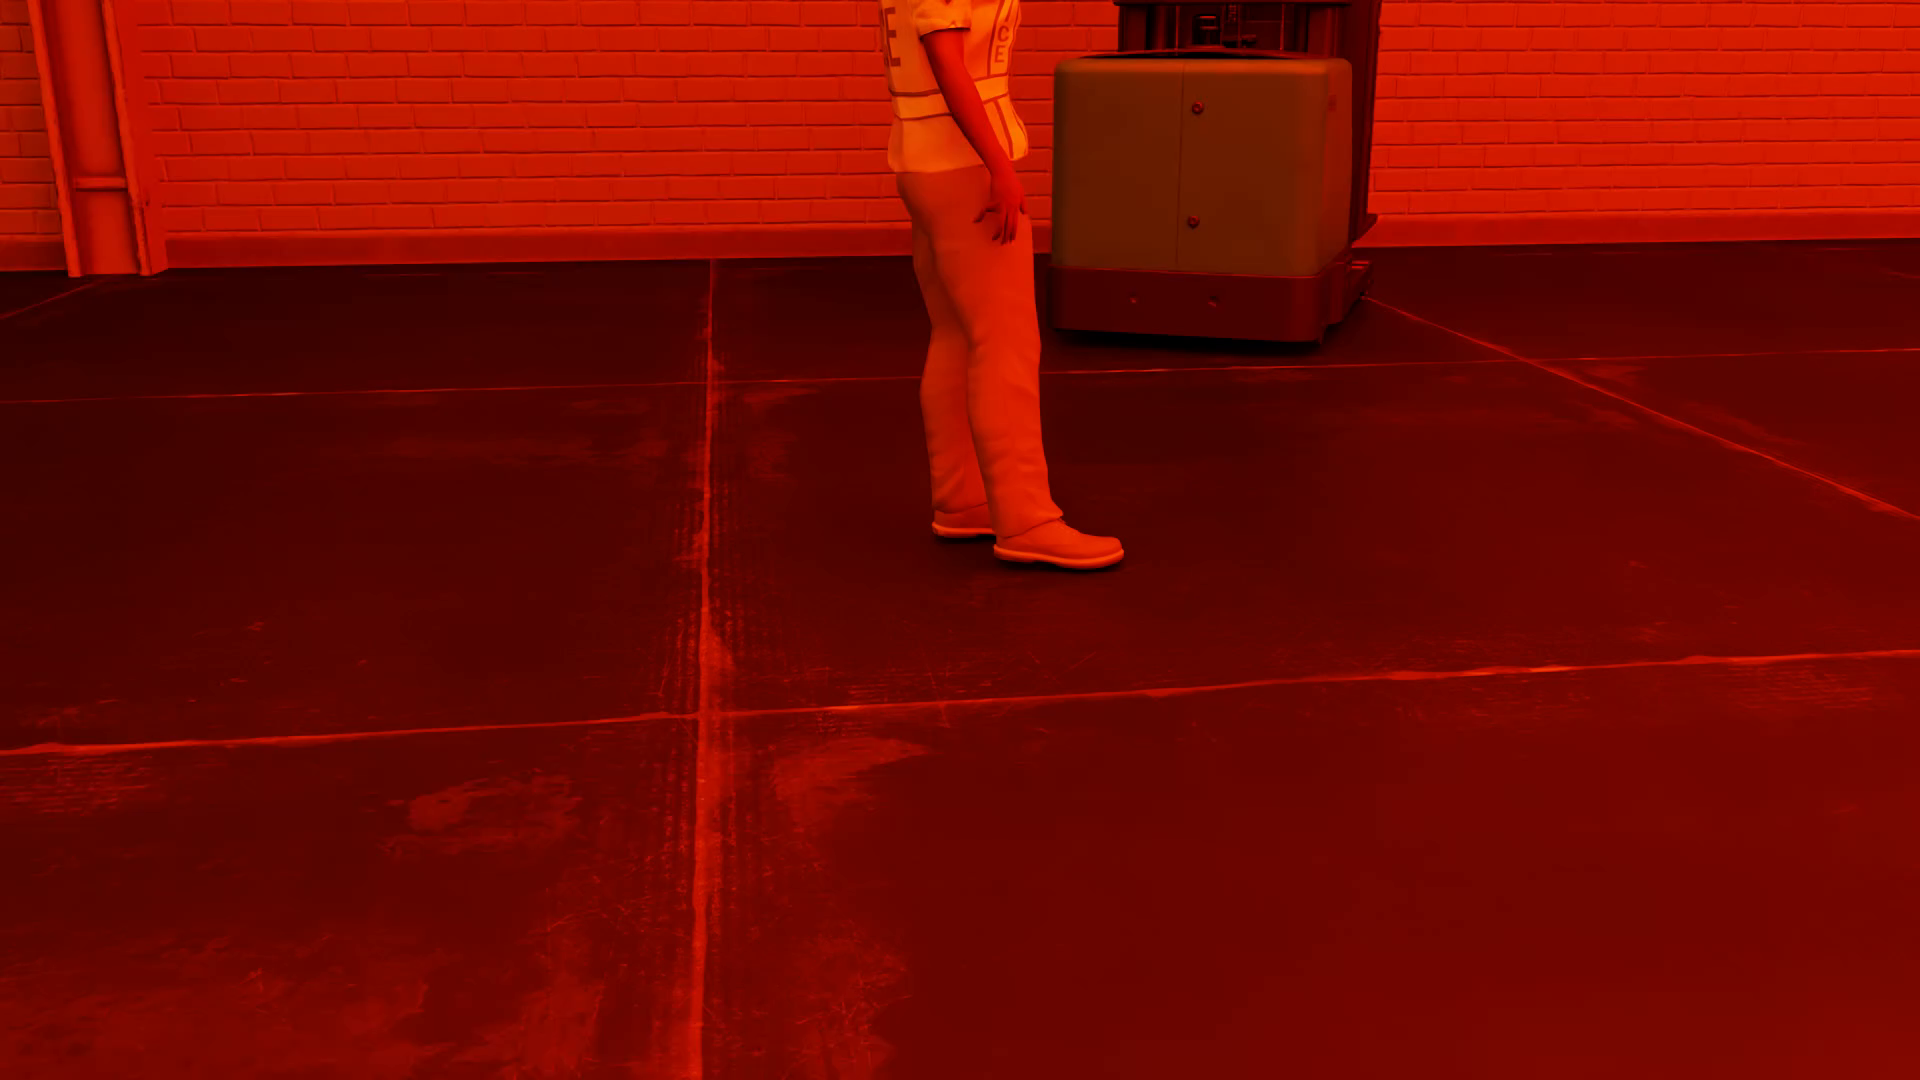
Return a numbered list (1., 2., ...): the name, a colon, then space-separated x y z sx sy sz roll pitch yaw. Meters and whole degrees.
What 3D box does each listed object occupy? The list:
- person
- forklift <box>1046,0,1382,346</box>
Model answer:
1. person: 0.077 -0.816 3.711 0.528 1.697 0.570 -2 17 -8
2. forklift: 1.298 -2.519 7.244 1.130 2.935 3.031 6 18 18
